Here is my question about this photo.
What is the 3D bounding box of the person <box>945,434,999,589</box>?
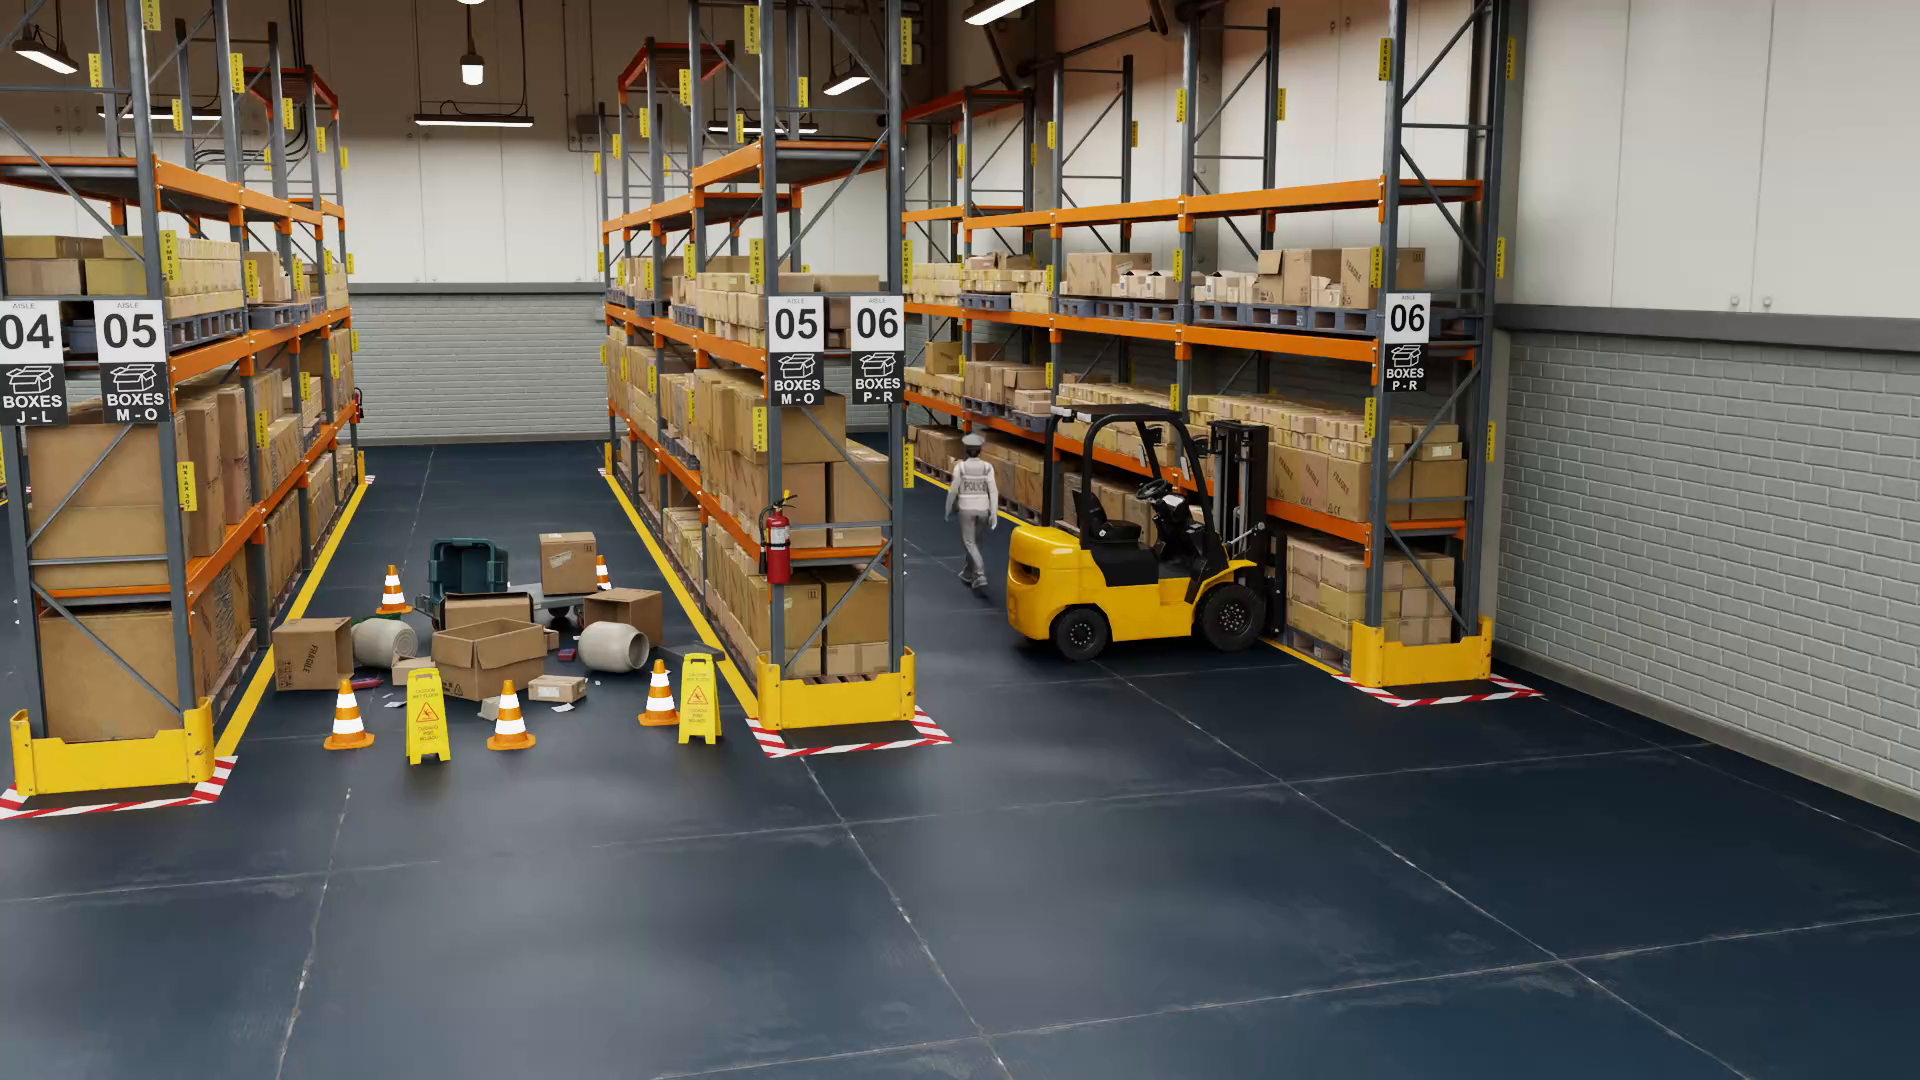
[{"bbox_3d":[0.124,-0.310,17.677,0.507,1.628,1.015,-3,10,-20],"label":"person"}]
